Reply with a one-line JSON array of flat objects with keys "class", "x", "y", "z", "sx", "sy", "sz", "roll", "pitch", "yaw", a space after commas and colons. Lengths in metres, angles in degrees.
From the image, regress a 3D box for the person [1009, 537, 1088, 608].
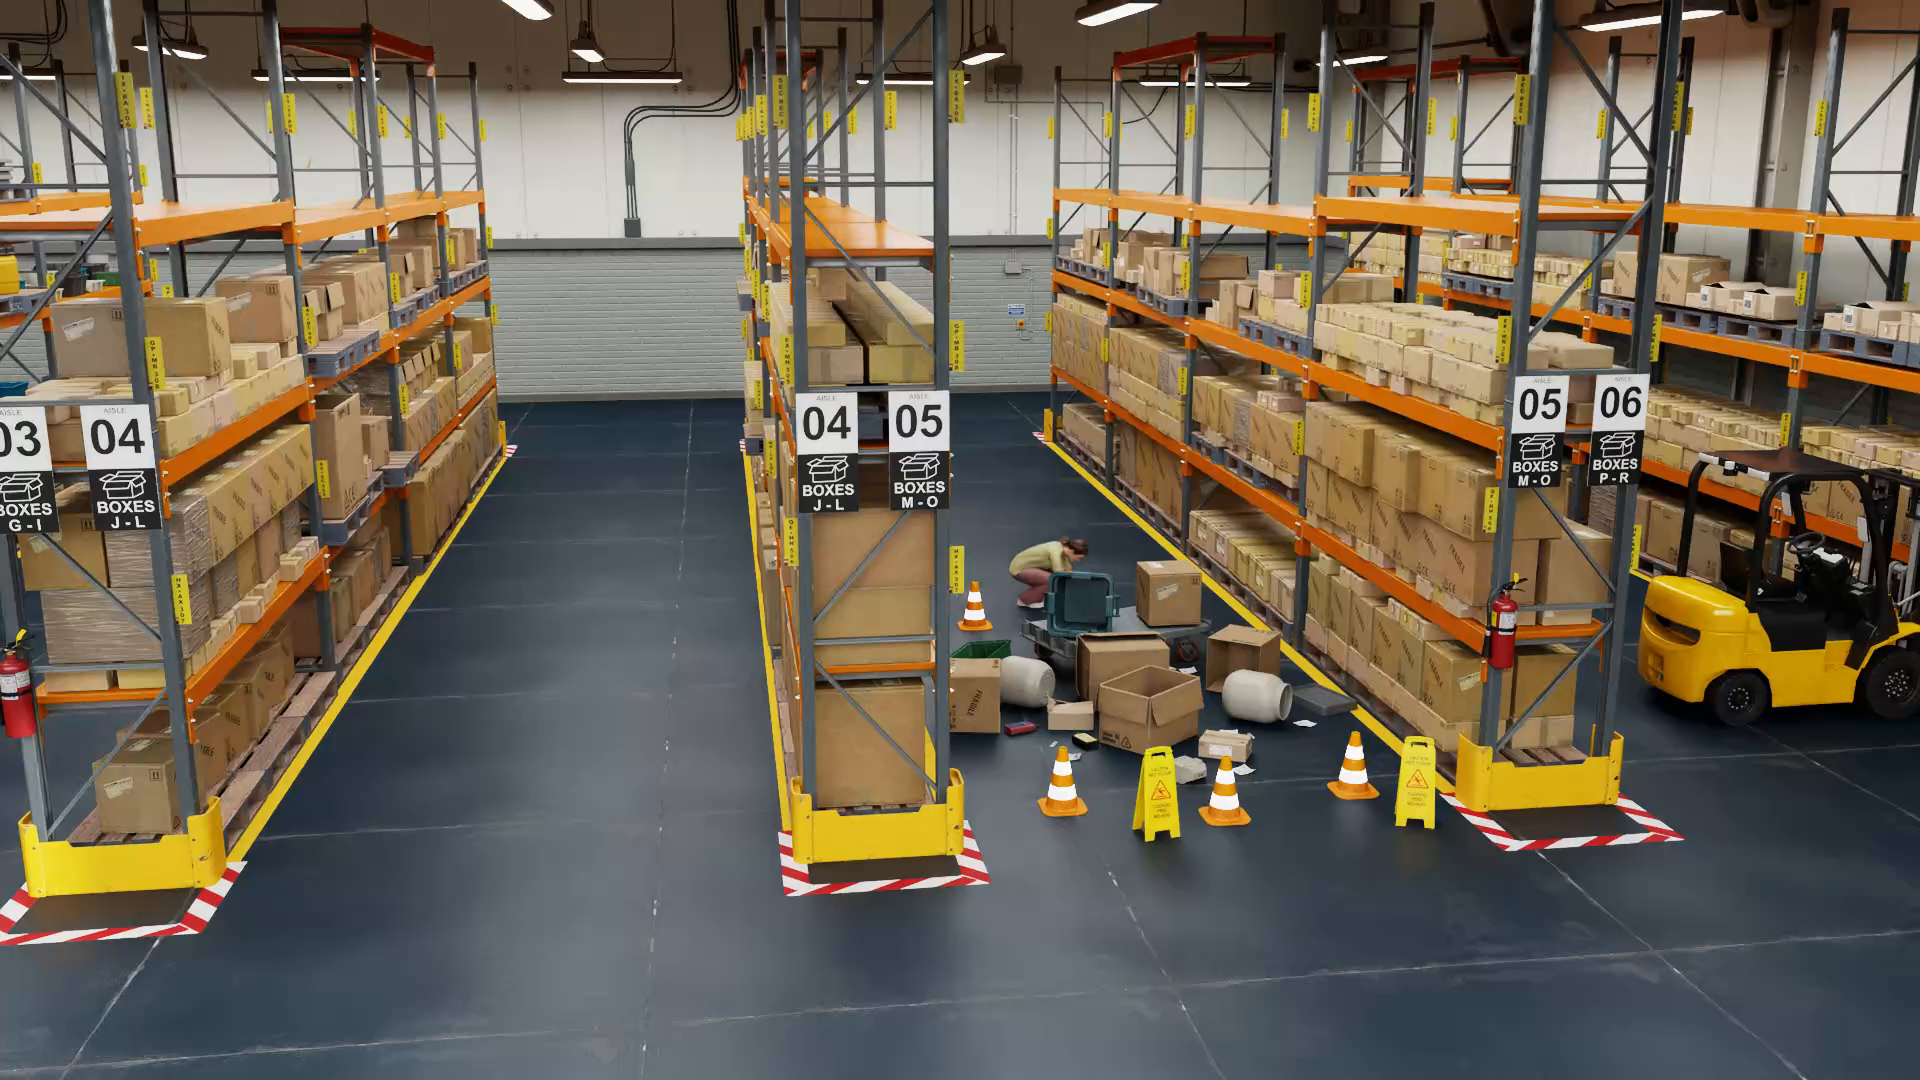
[{"class": "person", "x": 0.940, "y": 0.361, "z": 17.617, "sx": 0.824, "sy": 0.813, "sz": 0.487, "roll": 5, "pitch": 14, "yaw": 20}]
